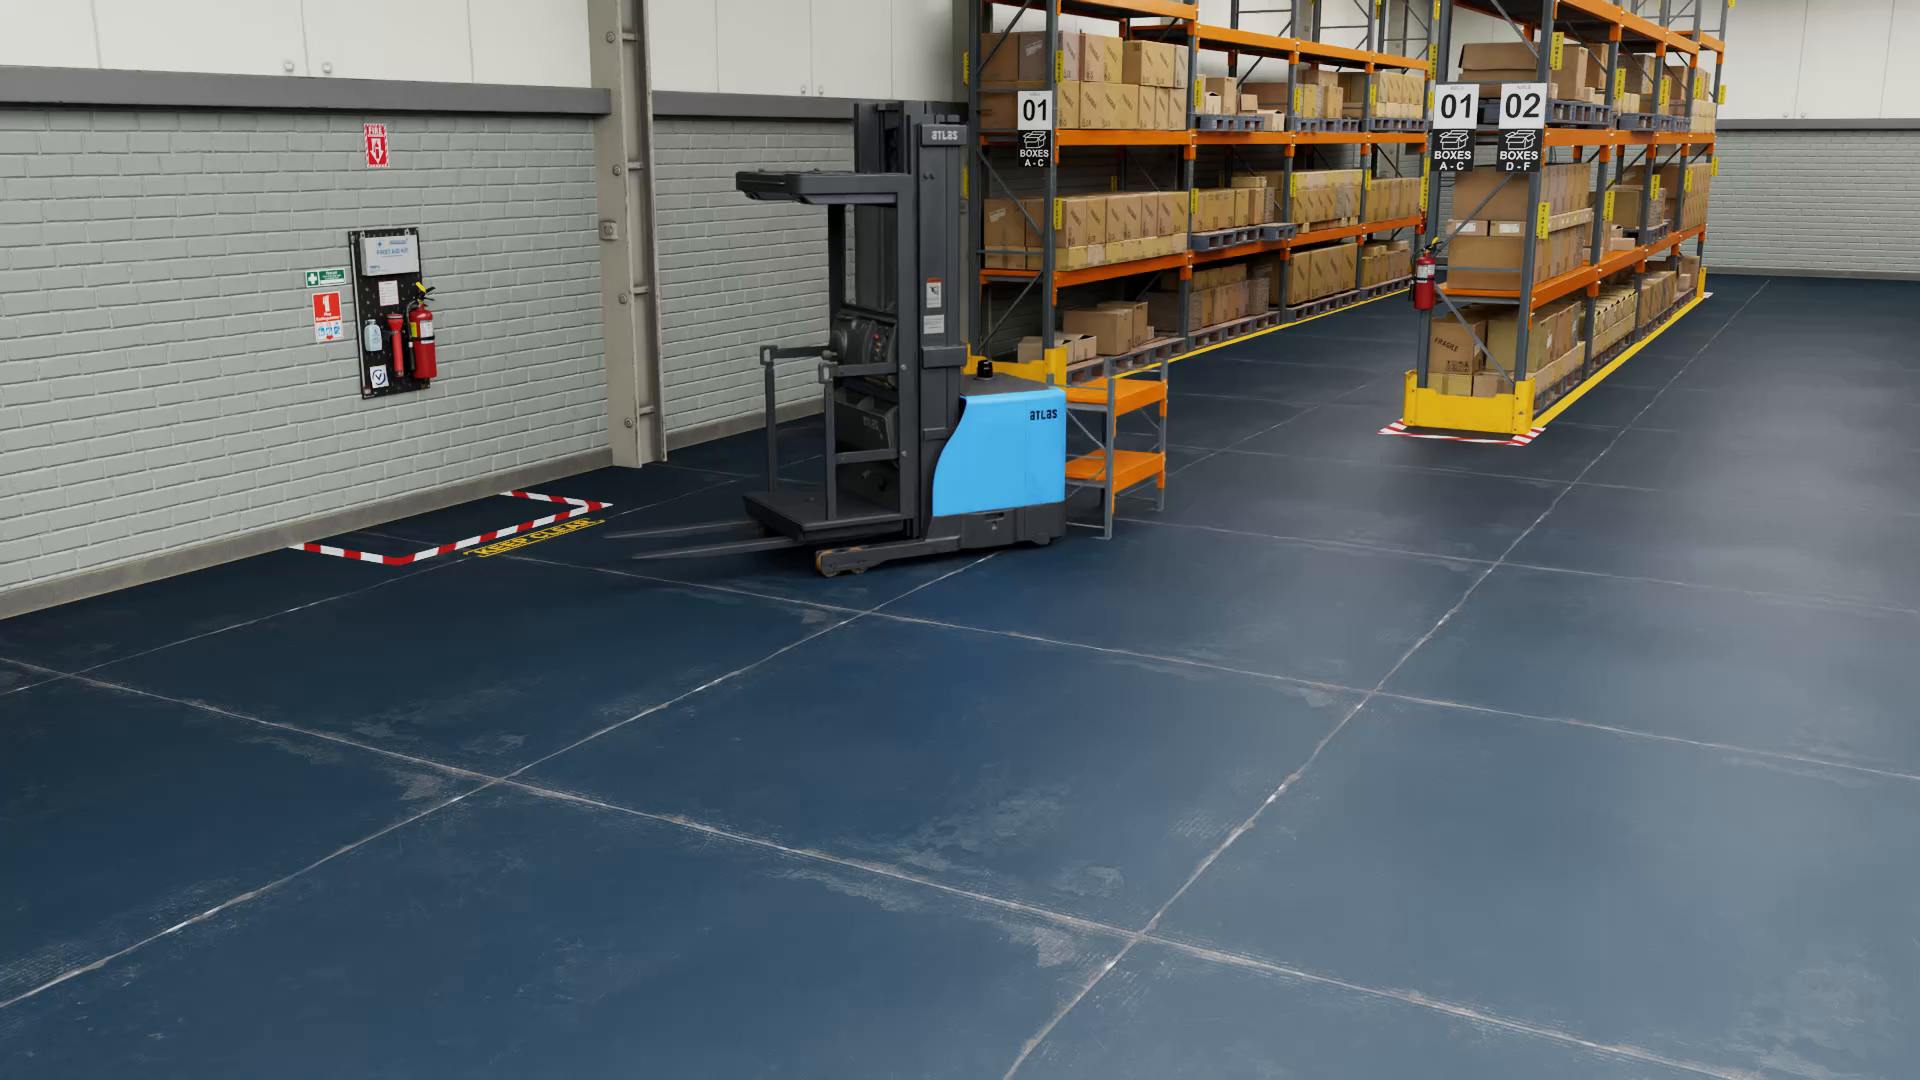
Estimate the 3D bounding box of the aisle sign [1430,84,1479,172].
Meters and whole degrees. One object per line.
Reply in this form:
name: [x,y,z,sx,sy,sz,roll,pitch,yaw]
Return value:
aisle sign: [4.609,-3.836,15.498,0.394,0.787,0.004,7,15,28]

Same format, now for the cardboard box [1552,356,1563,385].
cardboard box: [6.078,-1.812,17.621,0.500,0.250,0.500,7,15,28]

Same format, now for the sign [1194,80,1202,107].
sign: [2.972,-5.583,20.789,0.100,0.325,0.005,7,15,28]

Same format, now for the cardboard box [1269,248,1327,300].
cardboard box: [5.326,-4.228,26.363,0.750,0.750,0.750,7,15,28]

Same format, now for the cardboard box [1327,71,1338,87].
cardboard box: [5.820,-7.494,27.068,0.500,0.250,0.500,9,16,32]

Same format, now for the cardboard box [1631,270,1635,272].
cardboard box: [10.251,-3.941,25.877,0.500,0.500,0.500,7,15,26]

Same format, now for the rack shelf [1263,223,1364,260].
rack shelf: [5.393,-4.815,26.640,1.077,0.370,4.000,7,15,28]

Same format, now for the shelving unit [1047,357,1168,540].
shelving unit: [1.062,-0.684,11.973,0.538,1.125,1.048,7,15,27]

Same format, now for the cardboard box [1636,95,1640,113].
cardboard box: [8.595,-5.684,21.733,0.500,0.250,0.500,6,15,24]

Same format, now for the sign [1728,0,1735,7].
sign: [13.108,-9.215,28.227,0.100,0.325,0.005,7,15,28]

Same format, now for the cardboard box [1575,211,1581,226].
cardboard box: [6.515,-3.498,18.047,0.380,0.149,0.250,7,15,28]

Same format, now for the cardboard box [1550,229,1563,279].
cardboard box: [5.880,-3.013,17.419,0.700,0.500,0.500,8,16,30]

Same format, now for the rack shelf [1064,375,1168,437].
rack shelf: [1.062,-0.969,11.904,0.538,0.278,1.000,7,15,27]

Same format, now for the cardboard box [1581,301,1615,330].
cardboard box: [7.745,-2.778,20.431,0.500,0.311,0.500,7,15,26]

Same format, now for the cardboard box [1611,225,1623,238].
cardboard box: [8.551,-4.081,22.250,0.500,0.311,0.500,9,16,32]

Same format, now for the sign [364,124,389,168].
sign: [-4.079,-2.757,11.625,0.001,0.298,0.199,7,15,28]

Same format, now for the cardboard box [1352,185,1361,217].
cardboard box: [6.358,-5.655,27.697,0.500,0.500,0.500,7,15,27]

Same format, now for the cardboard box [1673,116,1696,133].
cardboard box: [11.150,-6.471,25.896,0.500,0.250,0.500,7,15,28]

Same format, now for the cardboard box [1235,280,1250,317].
cardboard box: [3.773,-3.507,24.074,0.700,0.500,0.500,7,15,28]

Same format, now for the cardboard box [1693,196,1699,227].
cardboard box: [11.917,-5.449,27.522,0.500,0.500,0.500,7,15,27]

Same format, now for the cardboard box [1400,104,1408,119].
cardboard box: [7.674,-7.639,29.630,0.500,0.250,0.500,7,15,26]

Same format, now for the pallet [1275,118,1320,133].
pallet: [4.691,-6.259,25.097,1.213,0.211,1.003,8,16,31]

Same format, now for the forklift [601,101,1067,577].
forklift: [-0.814,-1.332,10.804,3.031,2.935,1.130,-7,15,-27]

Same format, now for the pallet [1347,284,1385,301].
pallet: [6.796,-4.366,29.195,1.003,0.211,1.213,7,15,28]

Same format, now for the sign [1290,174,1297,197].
sign: [4.906,-5.219,24.480,0.100,0.325,0.005,7,15,28]

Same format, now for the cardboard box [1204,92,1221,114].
cardboard box: [3.125,-5.782,22.011,0.500,0.311,0.500,8,16,30]

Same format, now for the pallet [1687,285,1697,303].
pallet: [12.211,-4.300,28.920,1.003,0.211,1.213,7,15,28]

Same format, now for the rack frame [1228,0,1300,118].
rack frame: [4.427,-7.671,24.150,1.000,3.000,0.127,7,15,28]

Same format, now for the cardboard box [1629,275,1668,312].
cardboard box: [10.222,-3.676,24.776,0.500,0.500,0.500,8,16,29]

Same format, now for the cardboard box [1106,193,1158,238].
cardboard box: [2.046,-3.898,19.978,0.500,0.500,0.500,7,15,26]

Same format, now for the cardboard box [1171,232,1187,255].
cardboard box: [2.529,-3.739,20.919,0.500,0.250,0.500,7,15,28]

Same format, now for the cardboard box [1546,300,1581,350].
cardboard box: [6.546,-2.384,18.392,0.500,0.500,0.500,7,15,28]

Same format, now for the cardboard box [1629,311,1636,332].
cardboard box: [8.724,-2.926,22.239,0.500,0.250,0.500,8,16,29]

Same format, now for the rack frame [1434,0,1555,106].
rack frame: [4.897,-5.469,15.018,1.000,3.000,0.127,7,15,28]

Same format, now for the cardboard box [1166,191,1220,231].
cardboard box: [3.045,-4.410,22.276,0.700,0.500,0.500,9,16,34]

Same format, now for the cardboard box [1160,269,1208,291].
cardboard box: [3.044,-3.540,22.614,0.500,0.250,0.500,7,15,27]

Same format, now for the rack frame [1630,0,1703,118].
rack frame: [10.698,-7.931,25.230,1.000,3.000,0.127,7,15,28]

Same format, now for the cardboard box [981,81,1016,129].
cardboard box: [0.539,-4.744,18.154,0.500,0.500,0.500,9,16,32]

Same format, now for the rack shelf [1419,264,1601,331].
rack shelf: [5.864,-2.613,17.507,1.077,0.370,4.000,7,15,28]

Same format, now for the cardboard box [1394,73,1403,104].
cardboard box: [7.428,-7.900,29.113,0.500,0.500,0.500,7,15,28]

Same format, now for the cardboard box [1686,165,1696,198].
cardboard box: [11.422,-5.720,26.512,0.500,0.500,0.500,7,15,26]

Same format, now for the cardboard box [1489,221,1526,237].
cardboard box: [5.276,-2.972,15.866,0.380,0.149,0.250,7,15,28]

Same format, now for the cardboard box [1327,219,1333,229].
cardboard box: [5.792,-5.105,26.803,0.380,0.149,0.250,7,15,26]

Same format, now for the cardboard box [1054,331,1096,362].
cardboard box: [1.248,-2.268,19.341,0.500,0.311,0.500,9,16,33]

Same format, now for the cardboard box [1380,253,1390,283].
cardboard box: [7.307,-4.913,29.951,0.700,0.500,0.500,8,16,29]

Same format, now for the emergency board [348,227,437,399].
emergency board: [-3.988,-1.621,11.857,0.194,1.169,0.643,7,15,28]

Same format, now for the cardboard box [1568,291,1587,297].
cardboard box: [8.008,-3.151,21.977,0.500,0.311,0.500,7,15,27]

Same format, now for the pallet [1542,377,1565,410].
pallet: [5.821,-1.608,17.752,1.003,0.211,1.213,7,15,28]

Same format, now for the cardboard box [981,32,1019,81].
cardboard box: [0.539,-5.234,18.052,0.500,0.500,0.500,8,16,31]

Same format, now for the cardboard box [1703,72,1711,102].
cardboard box: [12.398,-7.721,28.411,0.700,0.500,0.500,7,15,28]

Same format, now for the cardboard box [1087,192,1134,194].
cardboard box: [1.830,-4.056,20.637,0.500,0.500,0.500,7,15,28]

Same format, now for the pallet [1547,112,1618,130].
pallet: [7.246,-4.921,19.552,0.805,0.209,1.217,7,15,26]

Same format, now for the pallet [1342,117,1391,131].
pallet: [6.765,-7.157,28.608,1.003,0.211,1.213,7,15,28]

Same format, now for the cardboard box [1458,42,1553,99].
cardboard box: [5.179,-4.450,15.778,0.797,0.503,0.637,9,16,32]

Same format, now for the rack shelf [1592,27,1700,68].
rack shelf: [9.732,-6.976,23.659,1.077,0.370,4.000,7,15,28]

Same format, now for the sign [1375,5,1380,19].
sign: [7.811,-9.907,31.097,0.100,0.325,0.005,7,15,28]
